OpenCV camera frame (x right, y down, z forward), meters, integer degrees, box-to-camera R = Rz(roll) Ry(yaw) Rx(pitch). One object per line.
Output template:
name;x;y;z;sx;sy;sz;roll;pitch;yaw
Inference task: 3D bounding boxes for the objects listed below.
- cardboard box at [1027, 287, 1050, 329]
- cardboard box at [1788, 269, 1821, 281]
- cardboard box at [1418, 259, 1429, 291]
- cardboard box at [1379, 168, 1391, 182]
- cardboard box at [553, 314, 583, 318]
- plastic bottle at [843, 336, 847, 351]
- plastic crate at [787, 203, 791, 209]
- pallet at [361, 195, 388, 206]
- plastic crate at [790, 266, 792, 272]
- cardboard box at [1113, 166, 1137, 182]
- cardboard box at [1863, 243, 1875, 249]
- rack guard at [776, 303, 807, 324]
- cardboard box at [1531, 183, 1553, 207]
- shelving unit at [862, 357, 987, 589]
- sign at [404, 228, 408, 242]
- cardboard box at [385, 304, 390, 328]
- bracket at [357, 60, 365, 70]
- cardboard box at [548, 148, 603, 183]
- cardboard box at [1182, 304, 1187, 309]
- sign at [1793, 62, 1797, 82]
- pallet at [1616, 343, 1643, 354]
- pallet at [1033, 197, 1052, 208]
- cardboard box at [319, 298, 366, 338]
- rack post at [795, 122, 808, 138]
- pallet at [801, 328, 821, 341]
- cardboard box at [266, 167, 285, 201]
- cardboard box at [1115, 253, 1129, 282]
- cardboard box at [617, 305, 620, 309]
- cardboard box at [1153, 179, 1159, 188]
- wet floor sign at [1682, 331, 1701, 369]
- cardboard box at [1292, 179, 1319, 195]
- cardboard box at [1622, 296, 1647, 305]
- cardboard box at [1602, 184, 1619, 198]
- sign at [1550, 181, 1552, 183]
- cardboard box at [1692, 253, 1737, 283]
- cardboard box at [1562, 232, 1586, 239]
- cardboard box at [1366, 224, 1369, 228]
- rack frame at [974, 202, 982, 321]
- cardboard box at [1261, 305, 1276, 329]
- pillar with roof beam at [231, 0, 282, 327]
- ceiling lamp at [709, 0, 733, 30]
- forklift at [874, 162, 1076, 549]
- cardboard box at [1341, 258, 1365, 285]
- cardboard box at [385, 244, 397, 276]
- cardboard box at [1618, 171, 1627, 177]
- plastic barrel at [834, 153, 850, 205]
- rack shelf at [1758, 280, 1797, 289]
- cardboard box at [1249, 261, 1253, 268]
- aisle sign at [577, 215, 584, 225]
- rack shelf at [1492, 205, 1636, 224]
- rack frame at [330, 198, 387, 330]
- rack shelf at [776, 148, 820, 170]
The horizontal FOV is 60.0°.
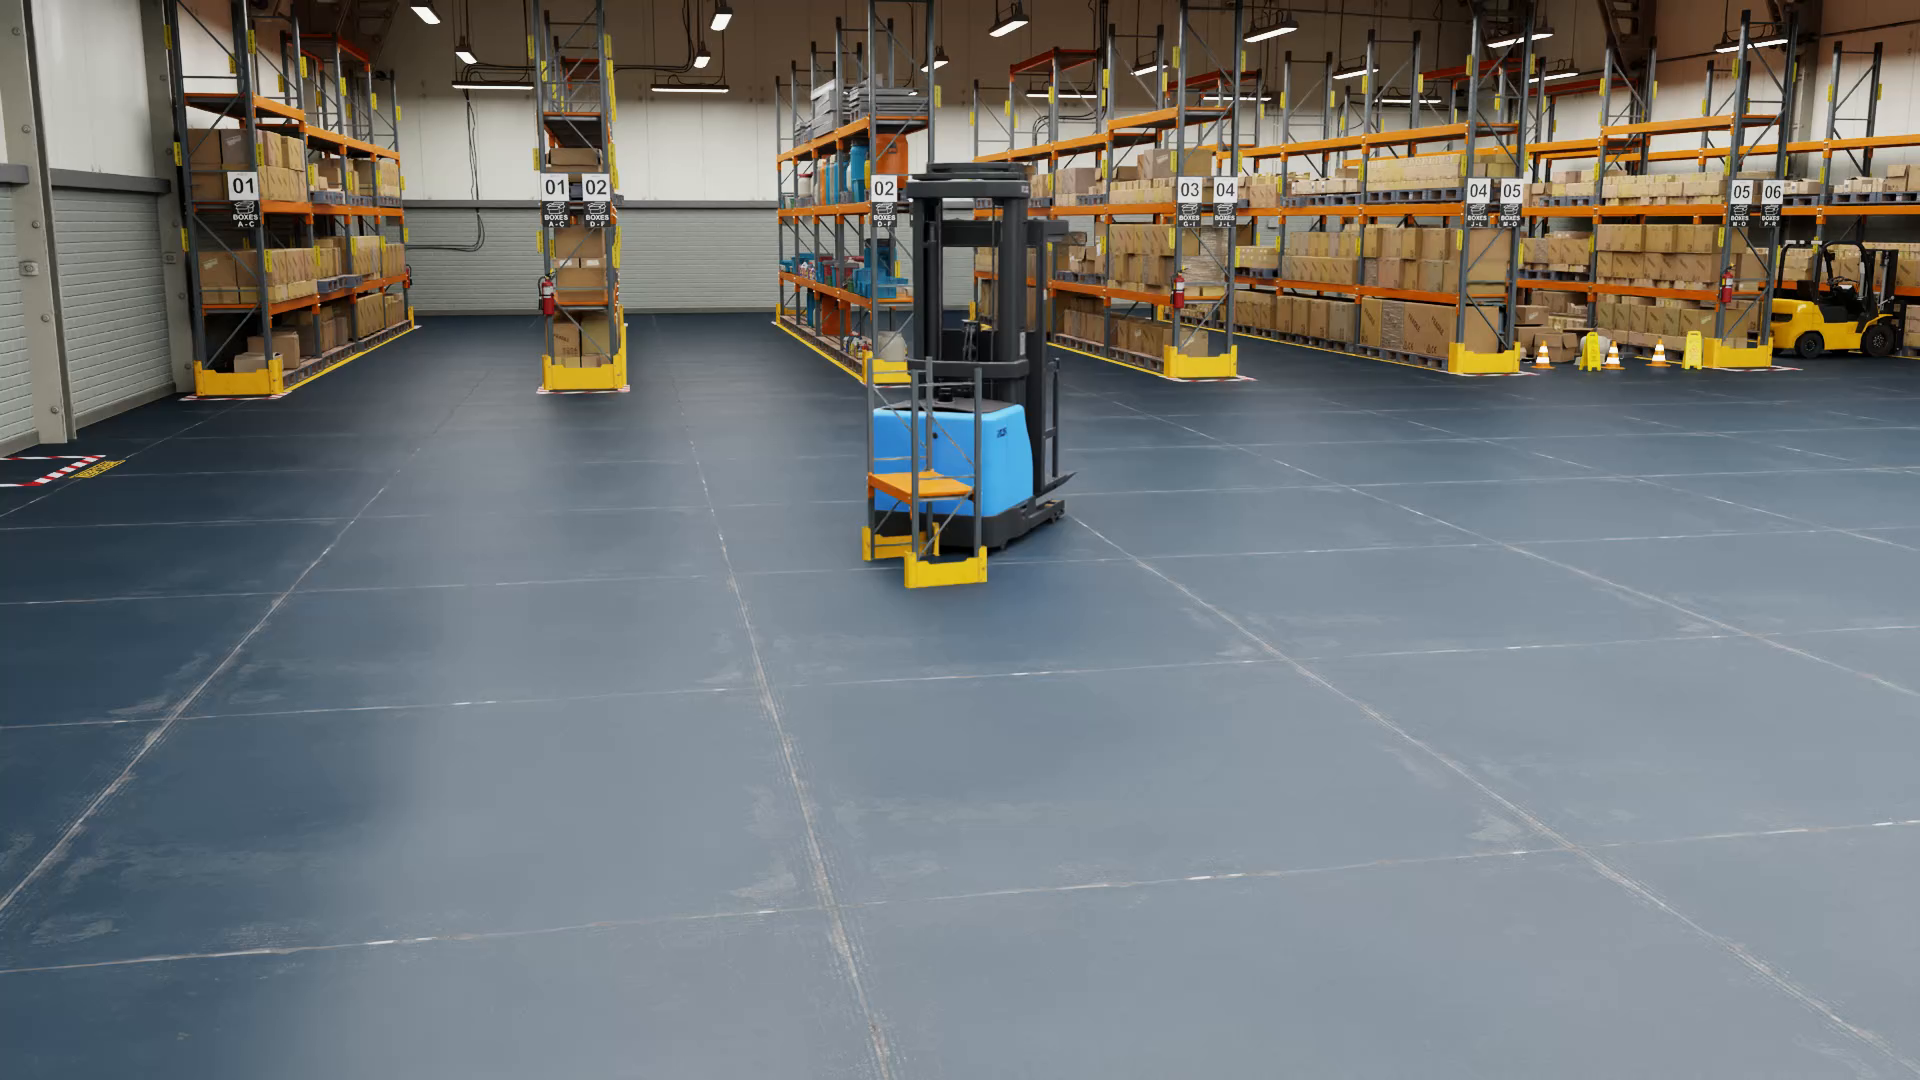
cardboard box;2.130;-5.080;36.425;1.225;0.875;0.875;-2;11;-11
cardboard box;17.422;-5.444;34.177;0.500;0.250;0.500;-2;11;-10
cardboard box;8.620;-4.669;29.302;0.875;0.550;0.550;-2;11;-11
cardboard box;7.993;-6.664;30.379;0.500;0.250;0.500;-2;11;-11
cardboard box;-6.642;-3.570;28.154;0.500;0.500;0.500;-2;11;-11
plastic bottle;-2.039;-3.514;29.759;0.097;0.271;0.097;0;11;0
plastic crate;-3.847;-7.744;38.542;0.293;0.136;0.466;-2;11;-11
pallet;-13.093;-7.400;36.270;1.003;0.211;1.213;-2;11;-11
plastic crate;-3.860;-6.389;39.284;0.293;0.136;0.466;-2;11;-11
cardboard box;3.194;-6.713;31.024;0.797;0.503;0.637;-3;11;-14
cardboard box;17.772;-5.691;32.274;0.380;0.149;0.250;-2;11;-12
rack guard;-4.022;-5.690;41.753;1.175;0.500;0.348;-2;11;-11
cardboard box;12.455;-7.233;34.875;0.797;0.503;0.637;-2;11;-11
shelving unit;-0.271;-0.514;11.886;0.587;1.500;1.083;-4;11;-20
sign;-13.187;-7.256;39.566;0.100;0.325;0.005;-2;11;-11
cardboard box;-12.989;-4.939;36.686;0.700;0.500;0.500;-2;11;-10
bracket;-14.667;-11.669;40.813;0.235;0.232;0.430;-2;11;-11
cardboard box;-5.860;-5.705;25.351;0.797;0.503;0.637;-1;11;-7
cardboard box;5.809;-5.912;41.942;0.380;0.149;0.250;-3;11;-14
sign;14.219;-7.984;28.369;0.100;0.325;0.005;-2;11;-11
pallet;13.074;-3.762;32.396;1.003;0.211;1.213;-2;11;-11
pallet;2.233;-7.124;35.084;1.213;0.211;1.003;-2;11;-8
cardboard box;-12.181;-4.376;32.793;0.750;0.750;0.750;-2;11;-12
rack post;-3.093;-8.935;36.273;0.937;0.300;0.954;-2;11;-12
pallet;-2.877;-4.443;35.976;1.003;0.211;1.213;-2;11;-11
cardboard box;-10.605;-5.417;25.291;0.500;0.500;0.500;-2;11;-8
cardboard box;3.277;-4.911;29.911;0.875;0.500;0.500;-2;11;-11
cardboard box;-7.621;-4.818;35.996;0.500;0.500;0.500;-2;11;-11
cardboard box;3.437;-5.938;27.685;0.380;0.149;0.250;-2;11;-11
wet floor sign;12.674;-3.290;28.754;0.267;0.644;0.232;2;11;9
cardboard box;7.220;-7.333;34.526;0.500;0.311;0.500;-2;11;-11
cardboard box;12.826;-4.559;31.616;0.380;0.149;0.250;-2;11;-9
cardboard box;12.726;-6.709;32.005;0.500;0.250;0.500;-2;11;-12
sign;15.991;-9.561;45.014;0.100;0.325;0.005;-2;11;-11
cardboard box;13.311;-4.805;29.354;0.500;0.500;0.500;-2;11;-12
cardboard box;12.451;-6.176;33.702;0.380;0.149;0.250;-2;11;-13
cardboard box;10.610;-8.000;42.527;0.380;0.149;0.250;-2;11;-10
rack frame;0.854;-7.094;42.445;1.000;3.000;0.127;-2;11;-11
cardboard box;6.910;-4.878;36.365;0.500;0.500;0.500;-2;11;-11
pillar with roof beam;-8.539;-7.920;30.741;9.100;9.000;0.548;-2;11;-11
ceiling lamp;-3.852;-10.421;28.269;0.800;3.185;2.000;-2;11;-11
forklift;0.251;-1.603;13.778;1.130;2.935;3.031;4;11;19
cardboard box;7.709;-5.190;32.175;0.500;0.500;0.500;-2;11;-11
cardboard box;-13.322;-6.335;37.653;0.980;0.700;0.700;-3;11;-14
cardboard box;13.081;-7.318;33.541;0.500;0.250;0.500;-2;11;-12
plastic barrel;-1.982;-6.518;30.057;0.600;0.901;0.708;-2;11;-11
rack shelf;17.388;-5.448;35.722;1.077;0.370;4.000;-2;11;-11
cardboard box;6.606;-6.084;36.687;0.380;0.149;0.250;-2;11;-12
aisle sign;-9.165;-8.013;40.323;0.394;0.787;0.004;-2;11;-11
rack shelf;12.520;-6.740;34.489;1.077;0.370;4.000;-2;11;-11
rack frame;-12.944;-5.820;35.752;1.000;3.000;0.127;-2;11;-11
rack shelf;-3.615;-8.944;39.115;1.077;0.370;4.000;-2;11;-11
